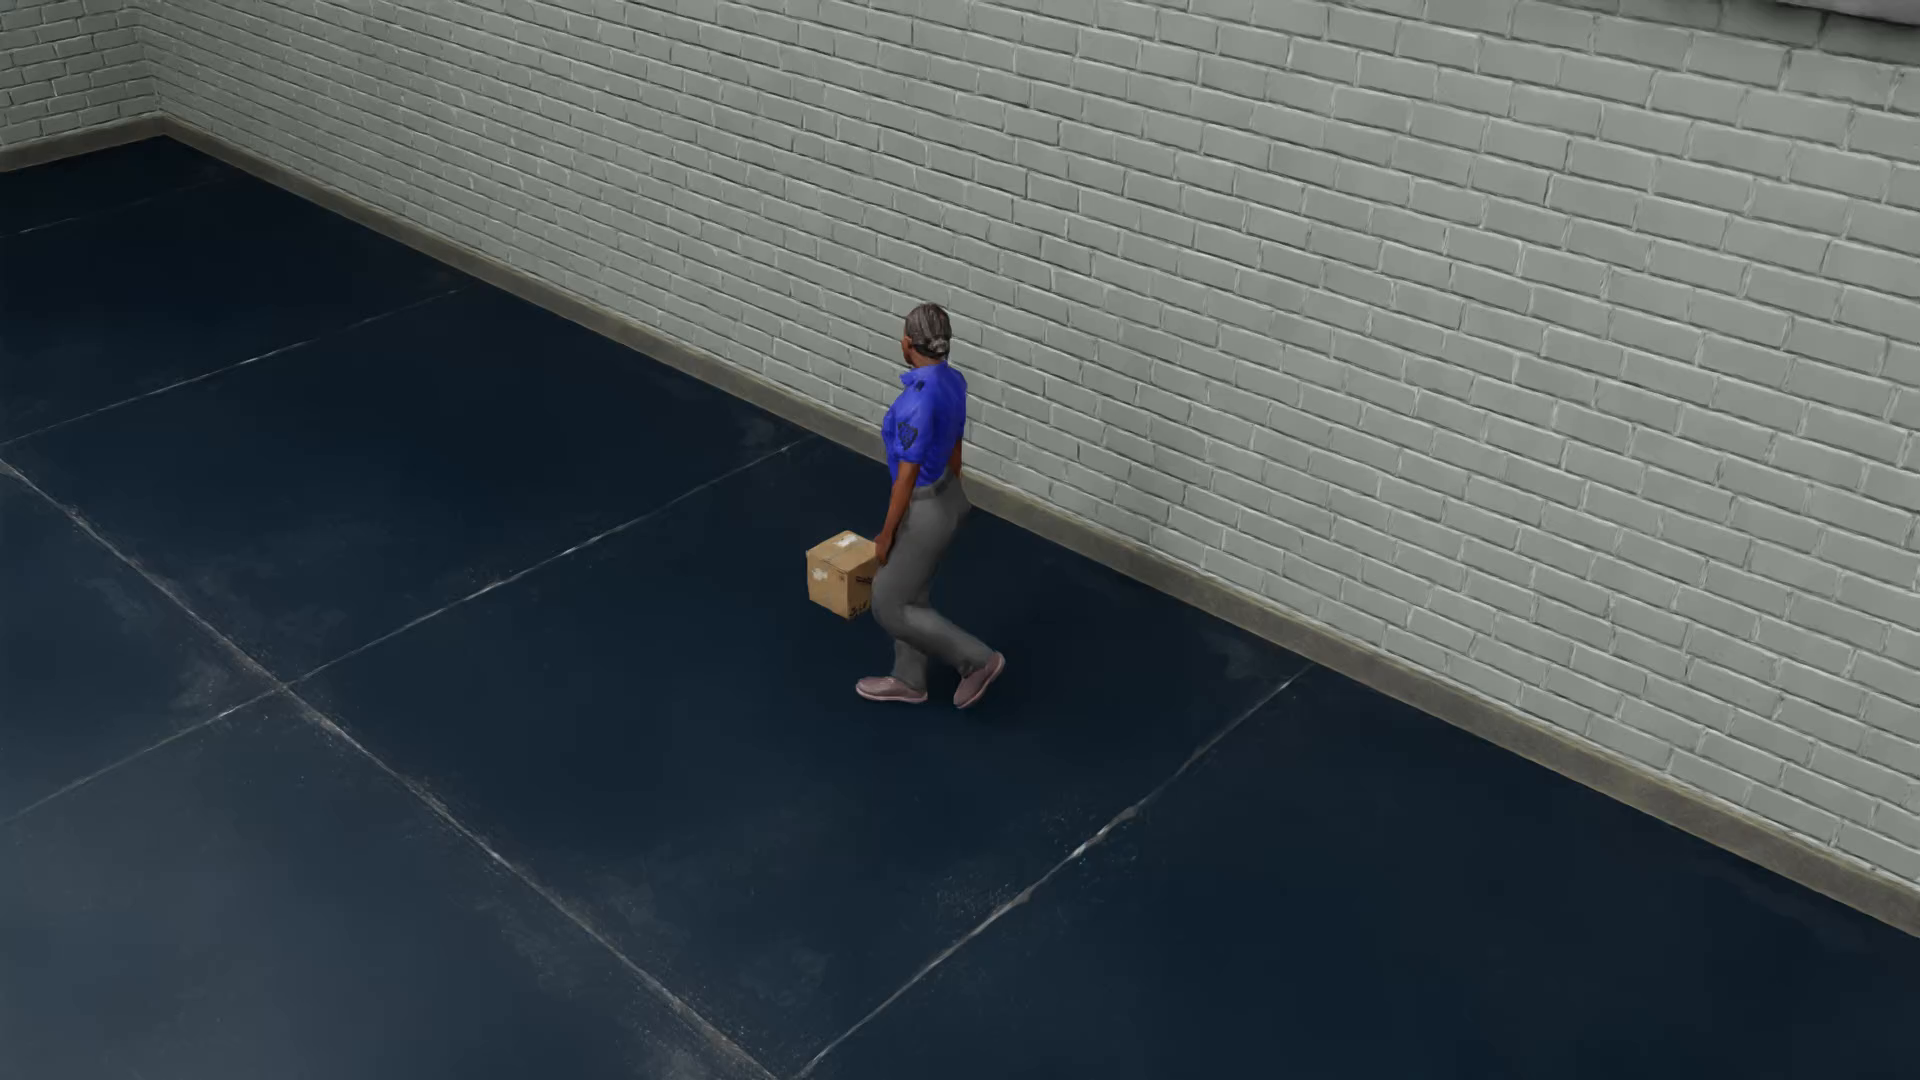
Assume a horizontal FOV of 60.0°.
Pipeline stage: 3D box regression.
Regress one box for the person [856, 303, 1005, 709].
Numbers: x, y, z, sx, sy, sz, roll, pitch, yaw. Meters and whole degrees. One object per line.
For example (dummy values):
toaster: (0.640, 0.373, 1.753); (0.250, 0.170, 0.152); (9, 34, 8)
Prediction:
person: (-0.091, -0.087, 6.299); (0.622, 1.629, 0.504); (9, 33, 15)
